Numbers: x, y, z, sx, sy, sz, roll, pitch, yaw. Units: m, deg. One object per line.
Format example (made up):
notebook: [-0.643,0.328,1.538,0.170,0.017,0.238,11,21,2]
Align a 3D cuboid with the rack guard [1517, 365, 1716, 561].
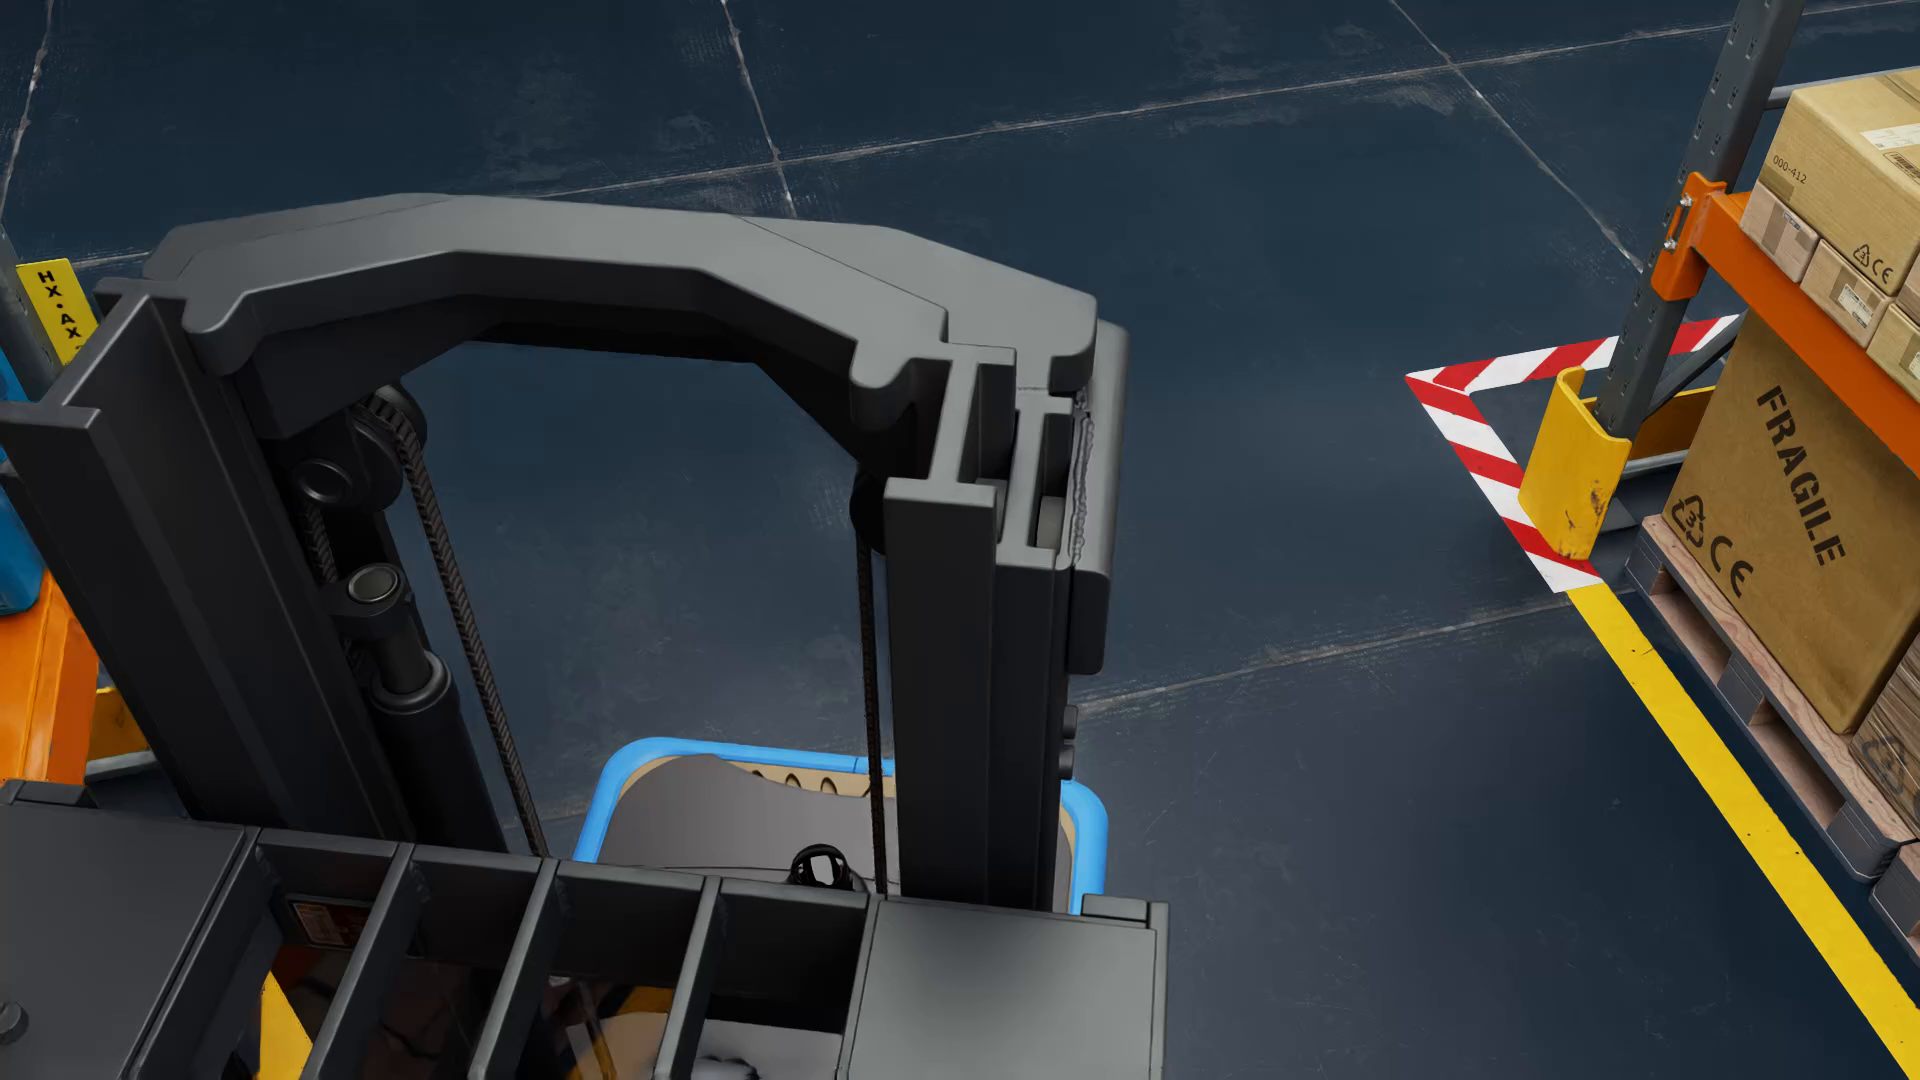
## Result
rack guard: [2.398,-0.325,5.218,1.175,0.500,0.348,-11,47,-10]

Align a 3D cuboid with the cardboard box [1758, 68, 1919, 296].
cardboard box: [2.266,-0.854,3.884,0.500,0.250,0.500,-12,47,-11]

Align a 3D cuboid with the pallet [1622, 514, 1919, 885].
pallet: [2.685,0.330,4.778,1.003,0.211,1.213,-11,47,-10]

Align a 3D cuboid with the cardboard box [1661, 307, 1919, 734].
cardboard box: [2.646,-0.159,4.500,0.875,0.875,0.875,-11,47,-10]

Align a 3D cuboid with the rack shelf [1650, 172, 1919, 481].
rack shelf: [2.917,0.449,3.213,1.077,0.370,4.000,-11,47,-10]

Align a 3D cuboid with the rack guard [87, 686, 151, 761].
rack guard: [-2.402,0.583,4.329,1.175,0.500,0.348,-11,47,-10]

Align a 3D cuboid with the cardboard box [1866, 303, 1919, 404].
cardboard box: [2.309,-0.436,3.753,0.380,0.149,0.250,-12,47,-11]

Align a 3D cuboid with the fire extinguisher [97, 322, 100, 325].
fire extinguisher: [-1.983,-0.307,3.766,0.296,0.674,0.183,-11,47,-10]

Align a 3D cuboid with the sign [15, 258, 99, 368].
sign: [-1.856,-0.447,3.473,0.100,0.325,0.005,-11,47,-10]

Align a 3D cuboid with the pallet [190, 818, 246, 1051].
pallet: [-2.210,1.275,3.853,1.003,0.211,1.213,-11,47,-10]

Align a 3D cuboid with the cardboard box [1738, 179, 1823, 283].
cardboard box: [2.176,-0.790,4.100,0.380,0.149,0.250,-10,46,-10]

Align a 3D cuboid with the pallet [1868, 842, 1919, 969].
pallet: [2.994,1.171,3.954,1.003,0.211,1.213,-11,47,-10]

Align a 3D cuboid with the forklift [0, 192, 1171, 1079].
forklift: [-0.390,1.205,2.017,1.130,2.935,3.031,5,46,5]

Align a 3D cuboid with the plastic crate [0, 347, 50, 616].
plastic crate: [-2.117,-0.114,3.195,0.616,0.435,0.499,-11,47,-10]

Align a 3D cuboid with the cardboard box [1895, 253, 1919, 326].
cardboard box: [2.406,-0.496,3.533,0.500,0.250,0.500,-11,47,-11]

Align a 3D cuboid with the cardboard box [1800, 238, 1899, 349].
cardboard box: [2.244,-0.613,3.926,0.380,0.149,0.250,-11,47,-11]

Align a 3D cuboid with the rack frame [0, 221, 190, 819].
rack frame: [-2.383,-0.278,3.422,1.000,3.000,0.127,-11,47,-10]

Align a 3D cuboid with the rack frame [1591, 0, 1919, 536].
rack frame: [2.405,-1.183,4.309,1.000,3.000,0.127,-11,47,-10]

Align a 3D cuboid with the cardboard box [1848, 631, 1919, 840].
cardboard box: [2.879,0.469,3.884,0.875,0.875,0.875,-11,47,-10]

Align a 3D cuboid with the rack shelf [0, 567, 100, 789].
rack shelf: [-1.871,1.355,2.326,1.077,0.370,4.000,-11,47,-10]
